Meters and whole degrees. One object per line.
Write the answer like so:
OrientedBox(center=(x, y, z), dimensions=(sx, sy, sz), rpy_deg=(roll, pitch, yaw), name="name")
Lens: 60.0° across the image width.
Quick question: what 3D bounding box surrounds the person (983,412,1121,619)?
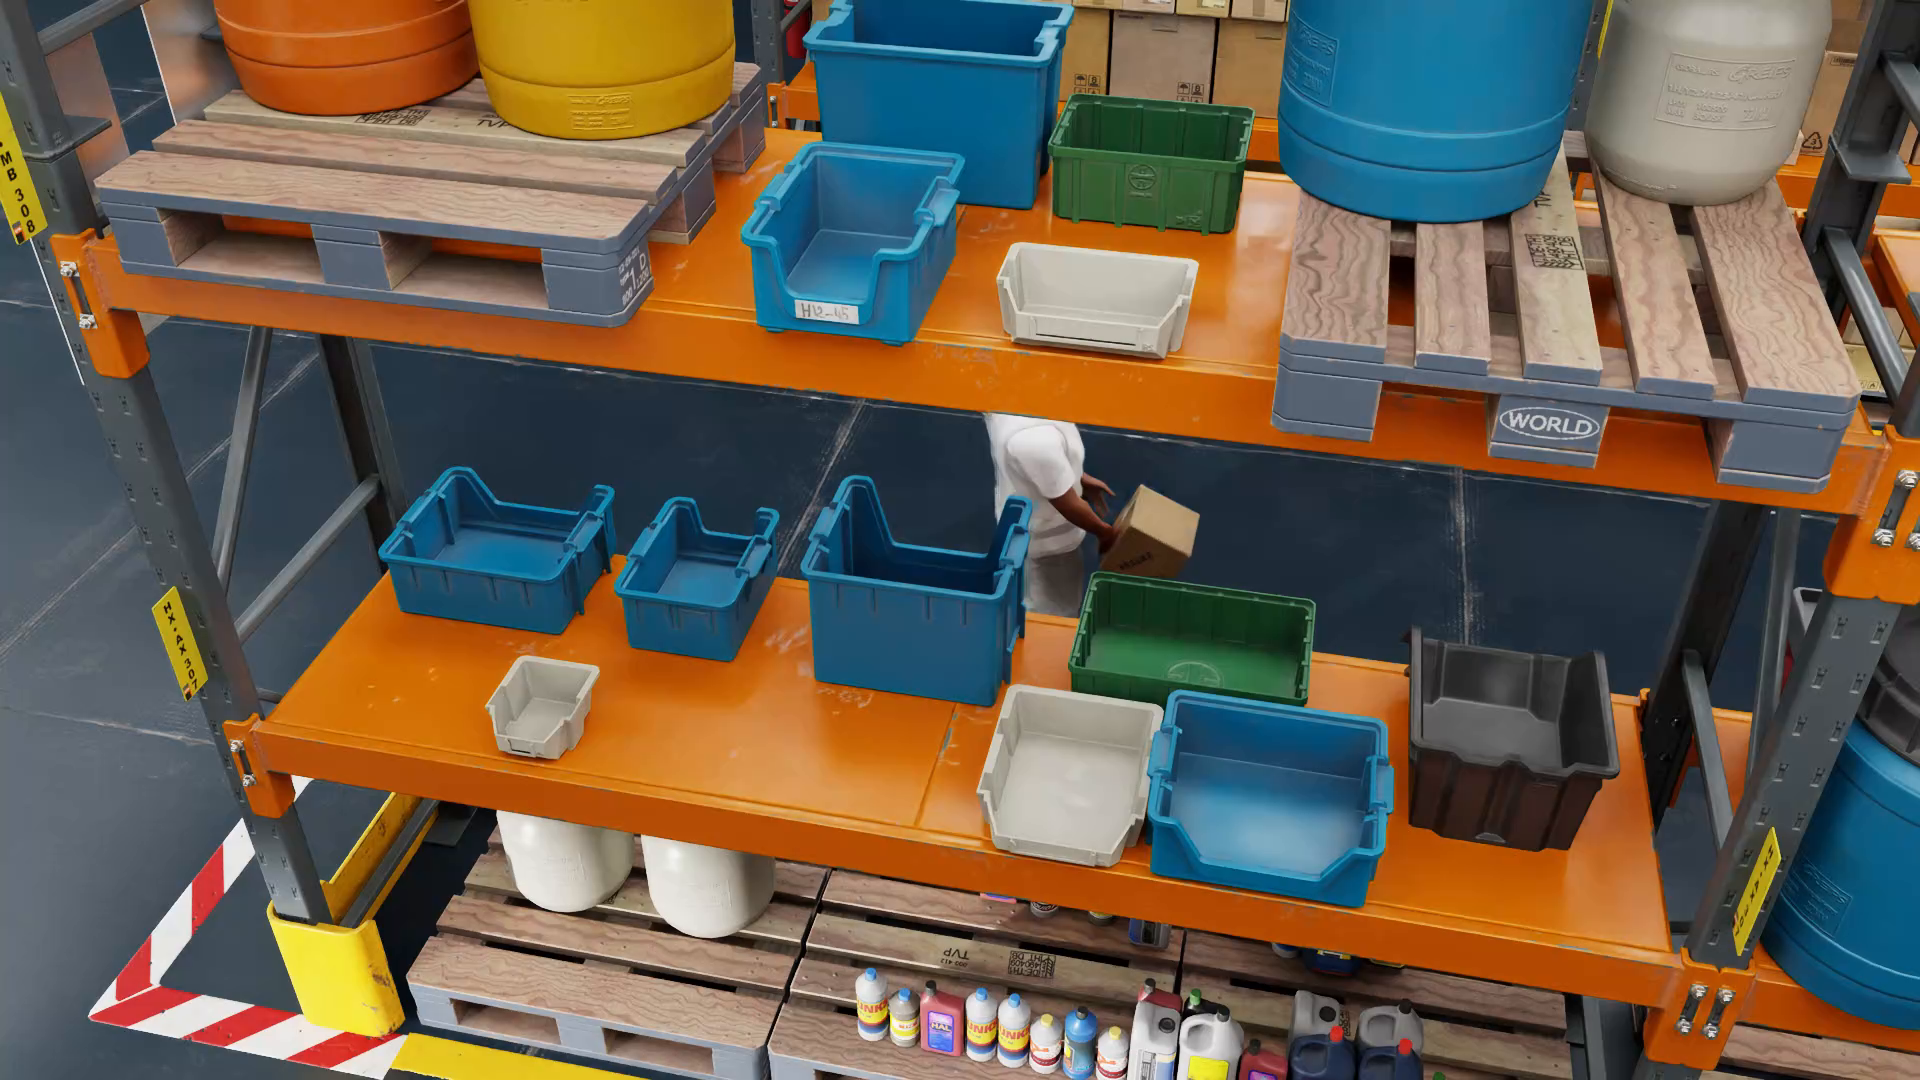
OrientedBox(center=(0.362, -0.044, 6.181), dimensions=(0.528, 1.773, 0.589), rpy_deg=(-7, 37, -9), name="person")
